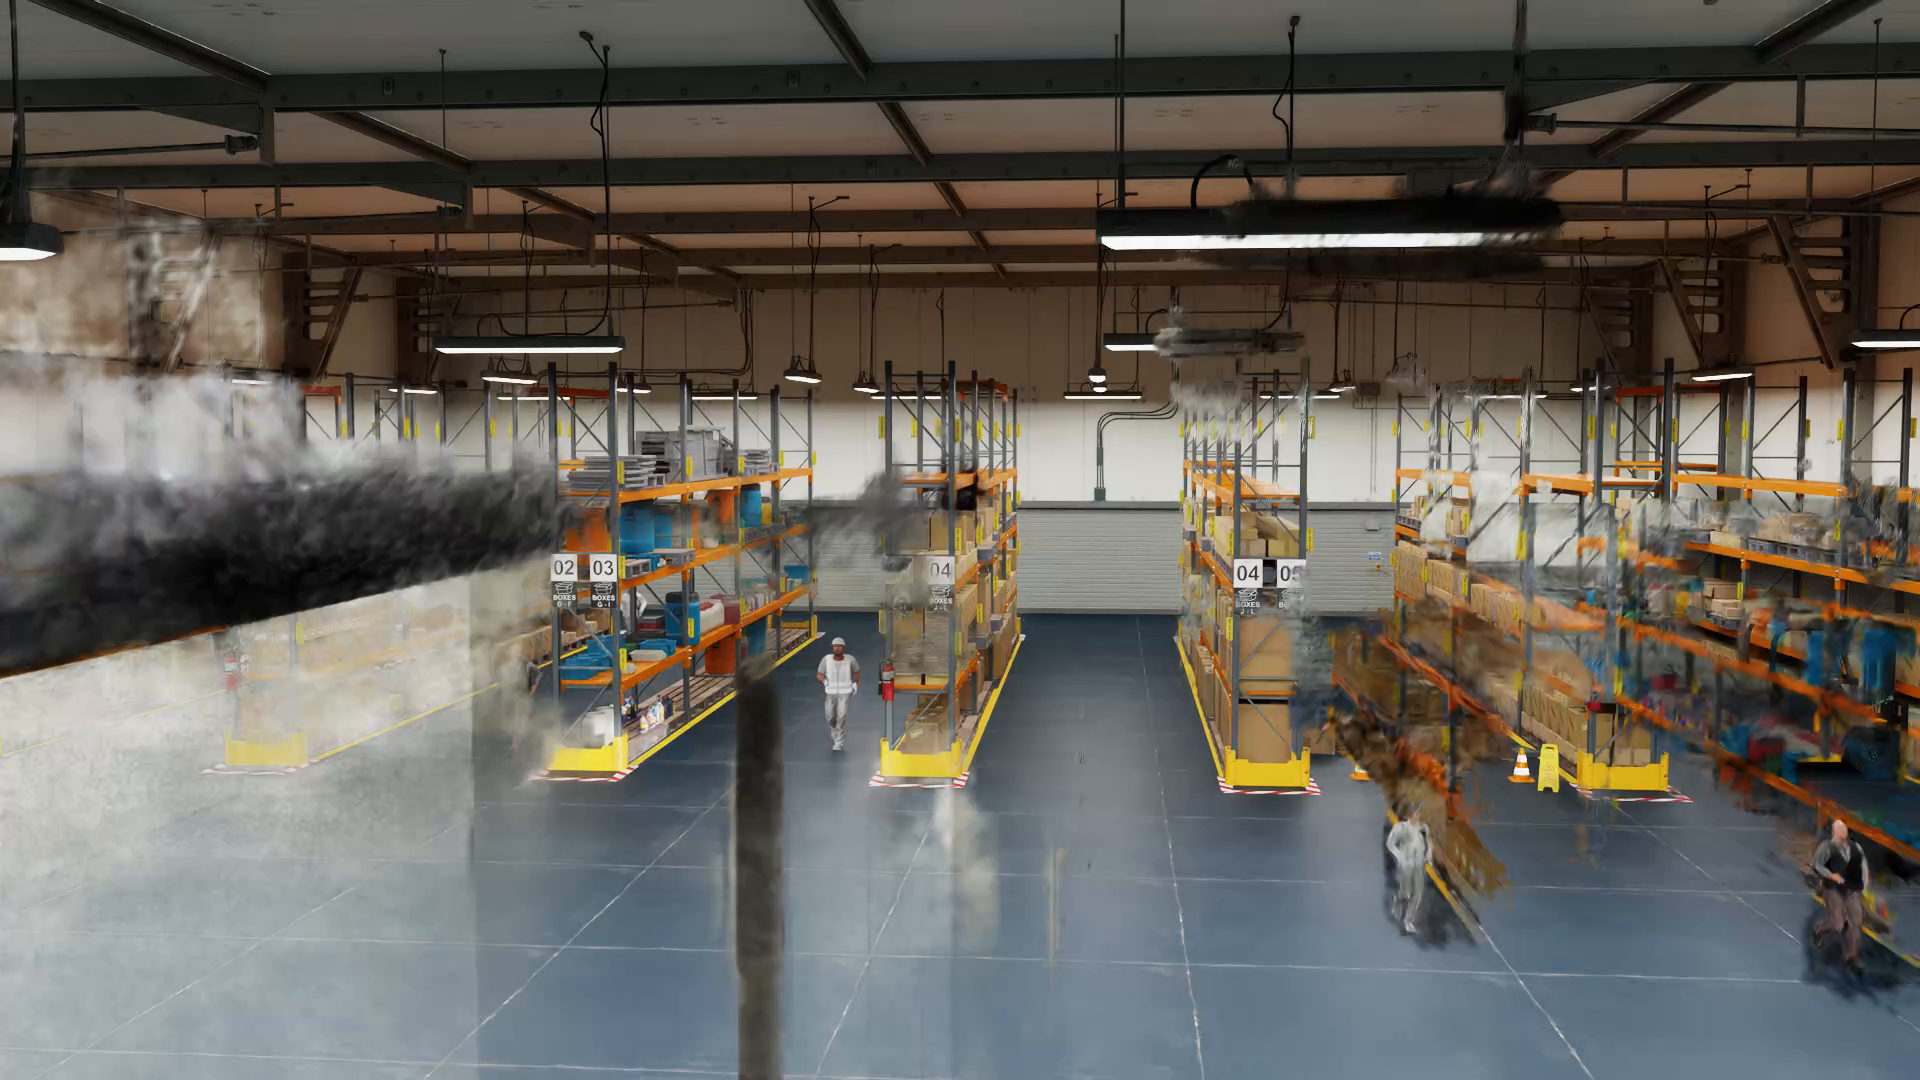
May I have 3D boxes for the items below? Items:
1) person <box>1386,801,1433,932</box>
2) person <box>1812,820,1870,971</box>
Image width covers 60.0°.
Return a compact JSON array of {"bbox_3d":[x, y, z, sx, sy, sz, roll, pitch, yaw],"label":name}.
[{"bbox_3d":[-11.653,2.403,26.956,0.602,1.652,0.543,0,4,-3],"label":"person"},{"bbox_3d":[-6.843,2.485,25.633,0.676,1.664,0.855,0,4,6],"label":"person"}]
